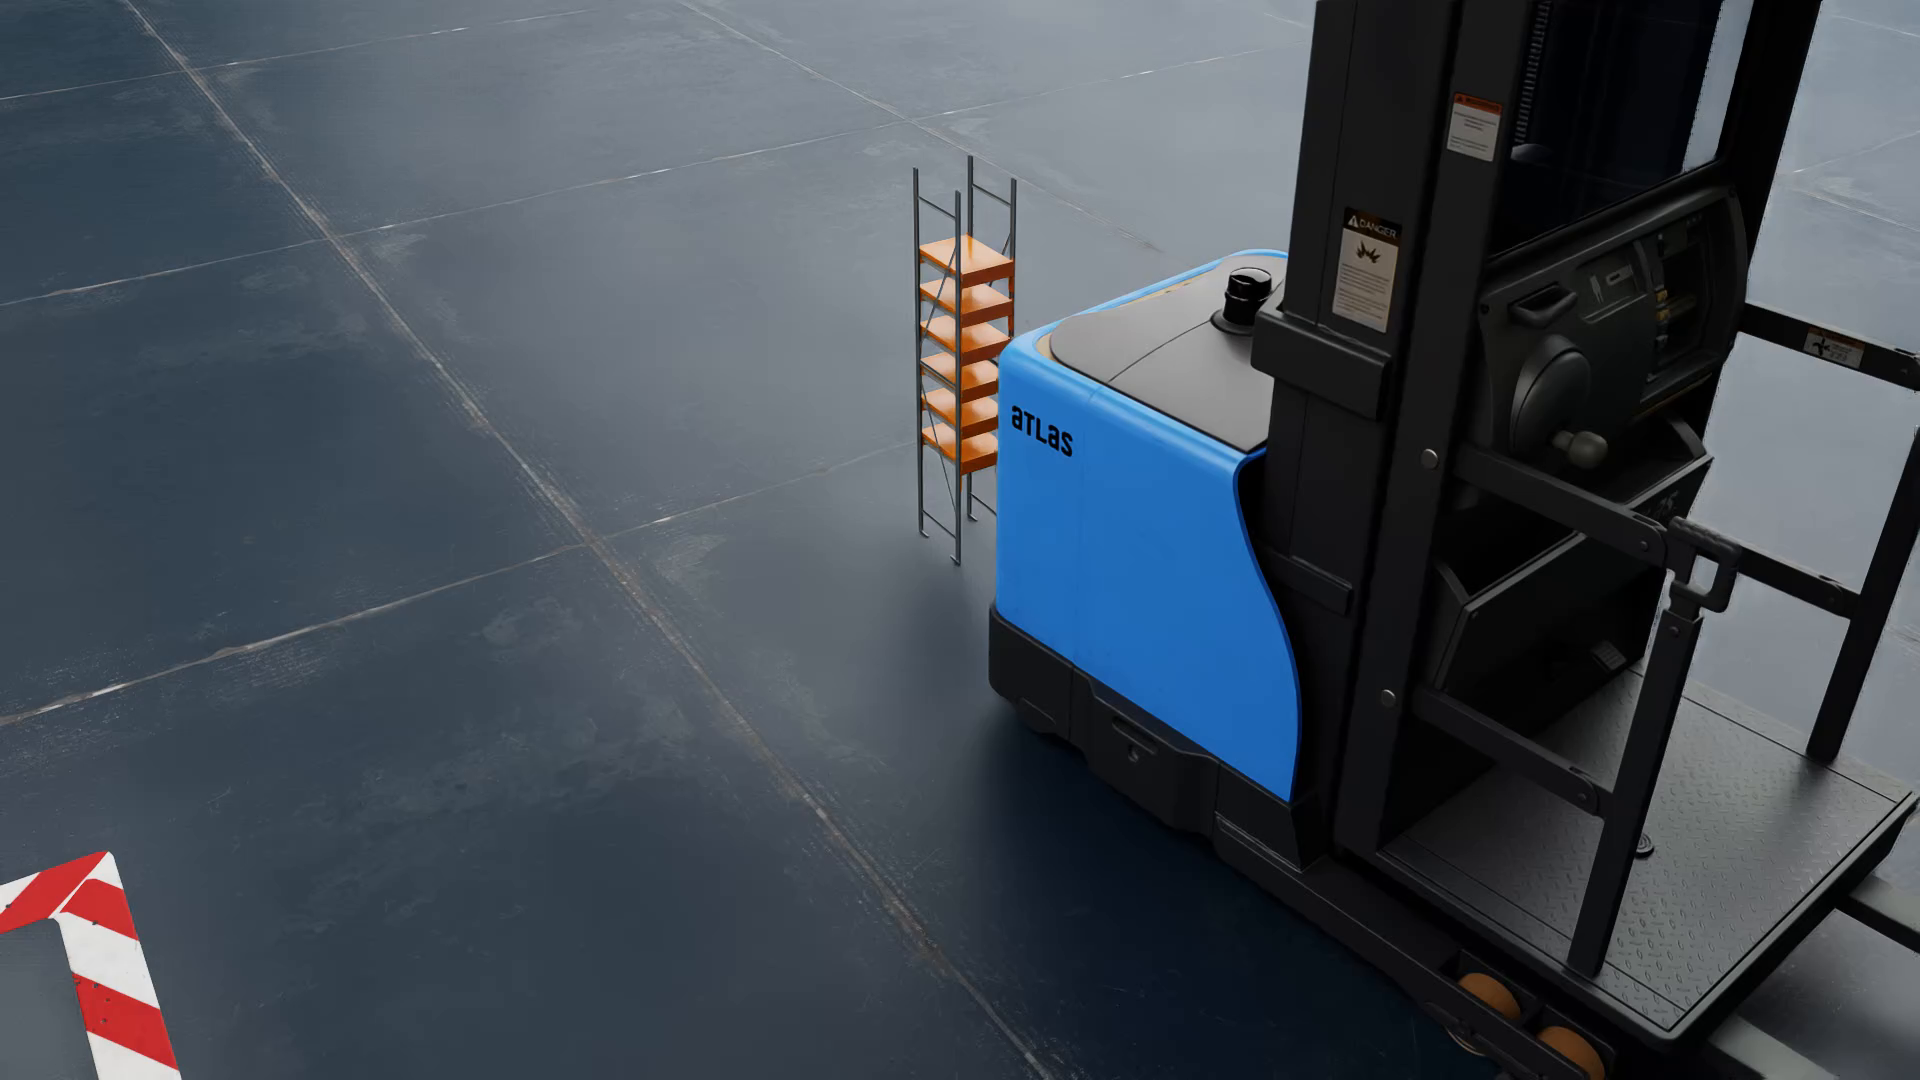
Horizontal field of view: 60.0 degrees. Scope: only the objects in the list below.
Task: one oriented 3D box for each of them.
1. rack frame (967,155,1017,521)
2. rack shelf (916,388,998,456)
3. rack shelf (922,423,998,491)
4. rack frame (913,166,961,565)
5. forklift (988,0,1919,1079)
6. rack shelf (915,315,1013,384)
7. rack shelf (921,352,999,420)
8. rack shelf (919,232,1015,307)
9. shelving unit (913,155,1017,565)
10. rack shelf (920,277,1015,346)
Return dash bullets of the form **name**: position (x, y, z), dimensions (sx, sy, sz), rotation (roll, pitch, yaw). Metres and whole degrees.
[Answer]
- **rack frame**: position (0.089, -0.538, 4.978), dimensions (0.006, 1.200, 0.240), rotation (-19, 37, -27)
- **rack shelf**: position (0.012, -0.373, 5.024), dimensions (0.180, 0.103, 0.258), rotation (-19, 37, -27)
- **rack shelf**: position (0.012, -0.271, 5.088), dimensions (0.180, 0.103, 0.258), rotation (-19, 37, -27)
- **rack frame**: position (-0.065, -0.485, 4.895), dimensions (0.006, 1.200, 0.240), rotation (-19, 37, -27)
- **forklift**: position (1.421, -0.381, 3.106), dimensions (1.130, 2.935, 3.031), rotation (-25, 40, -34)
- **rack shelf**: position (0.012, -0.576, 4.896), dimensions (0.180, 0.103, 0.258), rotation (-19, 37, -27)
- **rack shelf**: position (0.012, -0.474, 4.960), dimensions (0.180, 0.103, 0.258), rotation (-19, 37, -27)
- **rack shelf**: position (0.012, -0.779, 4.768), dimensions (0.180, 0.103, 0.258), rotation (-19, 37, -27)
- **shelving unit**: position (0.012, -0.512, 4.937), dimensions (0.189, 1.200, 0.258), rotation (-19, 37, -27)
- **rack shelf**: position (0.012, -0.677, 4.832), dimensions (0.180, 0.103, 0.258), rotation (-19, 37, -27)
